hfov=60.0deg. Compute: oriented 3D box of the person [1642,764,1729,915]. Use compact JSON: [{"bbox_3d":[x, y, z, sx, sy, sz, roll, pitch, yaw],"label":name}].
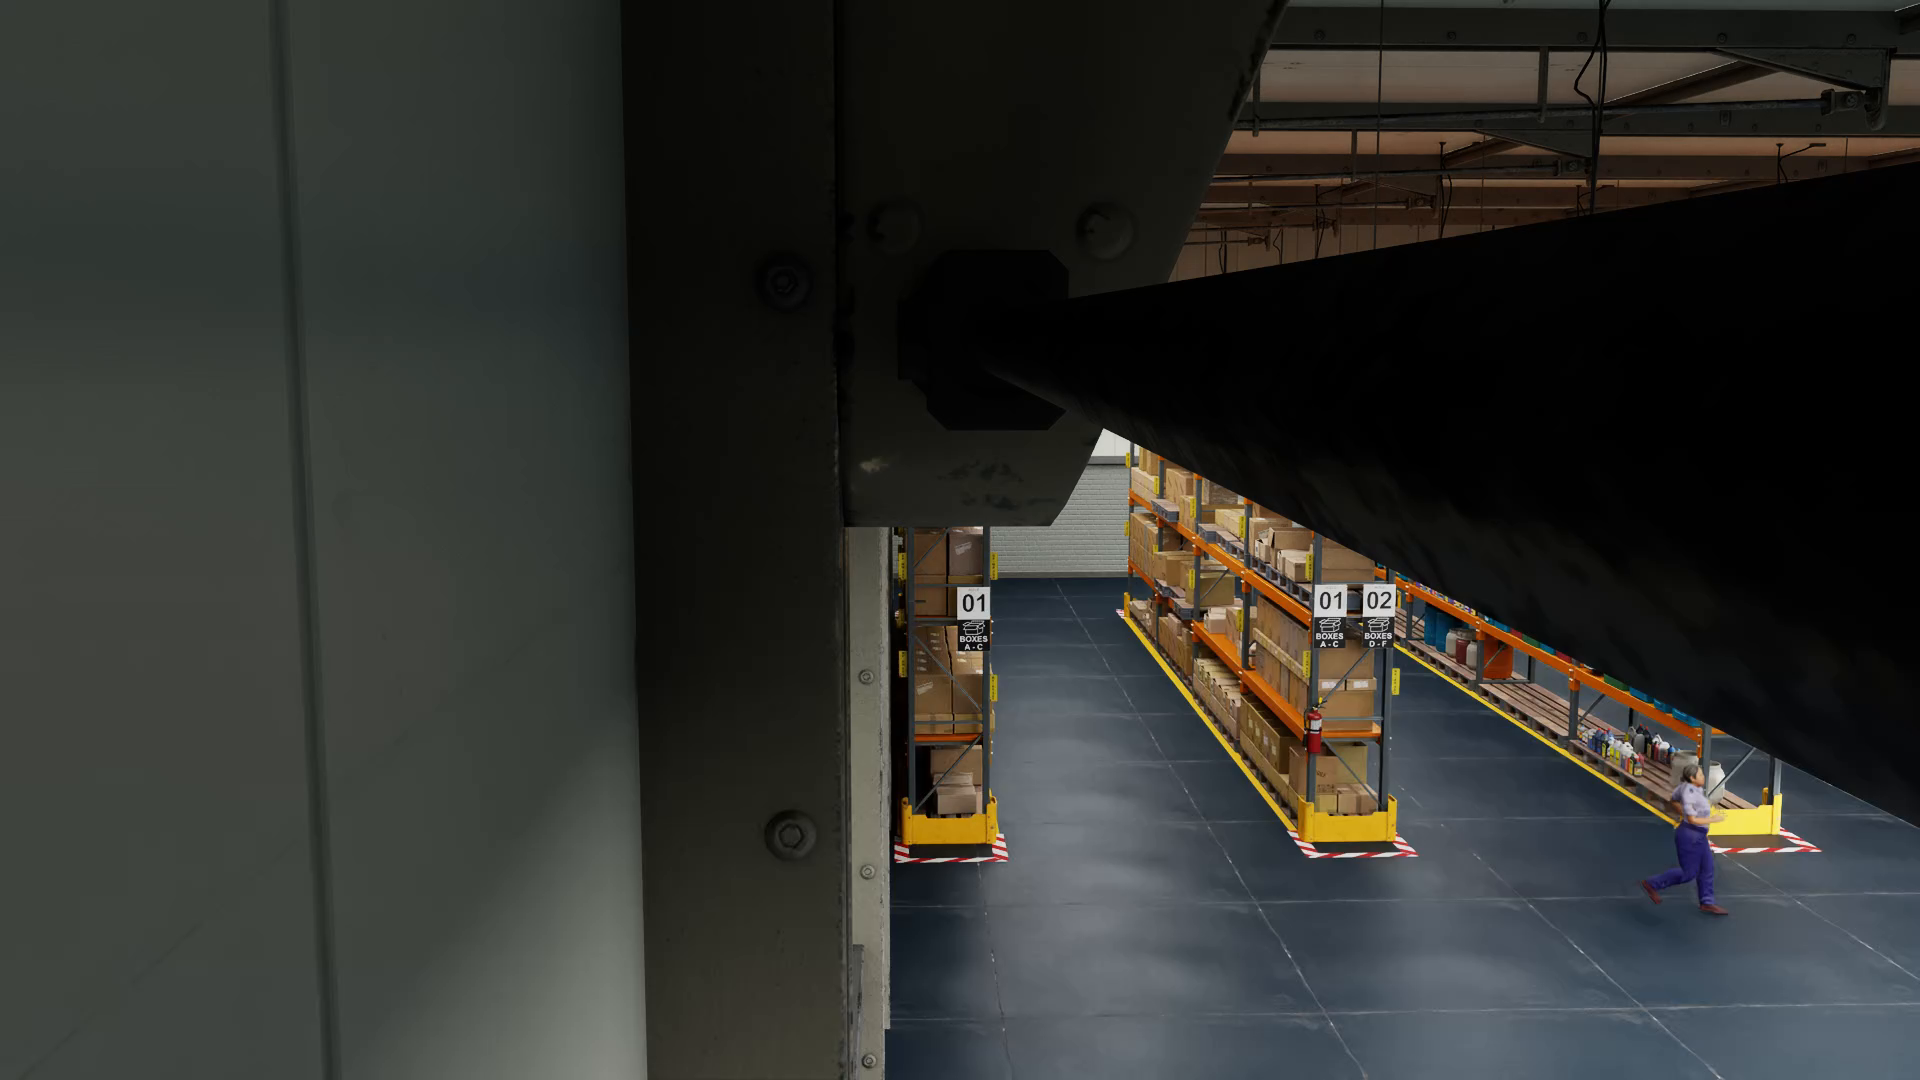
[{"bbox_3d":[7.909,3.233,17.995,0.839,1.621,0.616,3,8,23],"label":"person"}]
